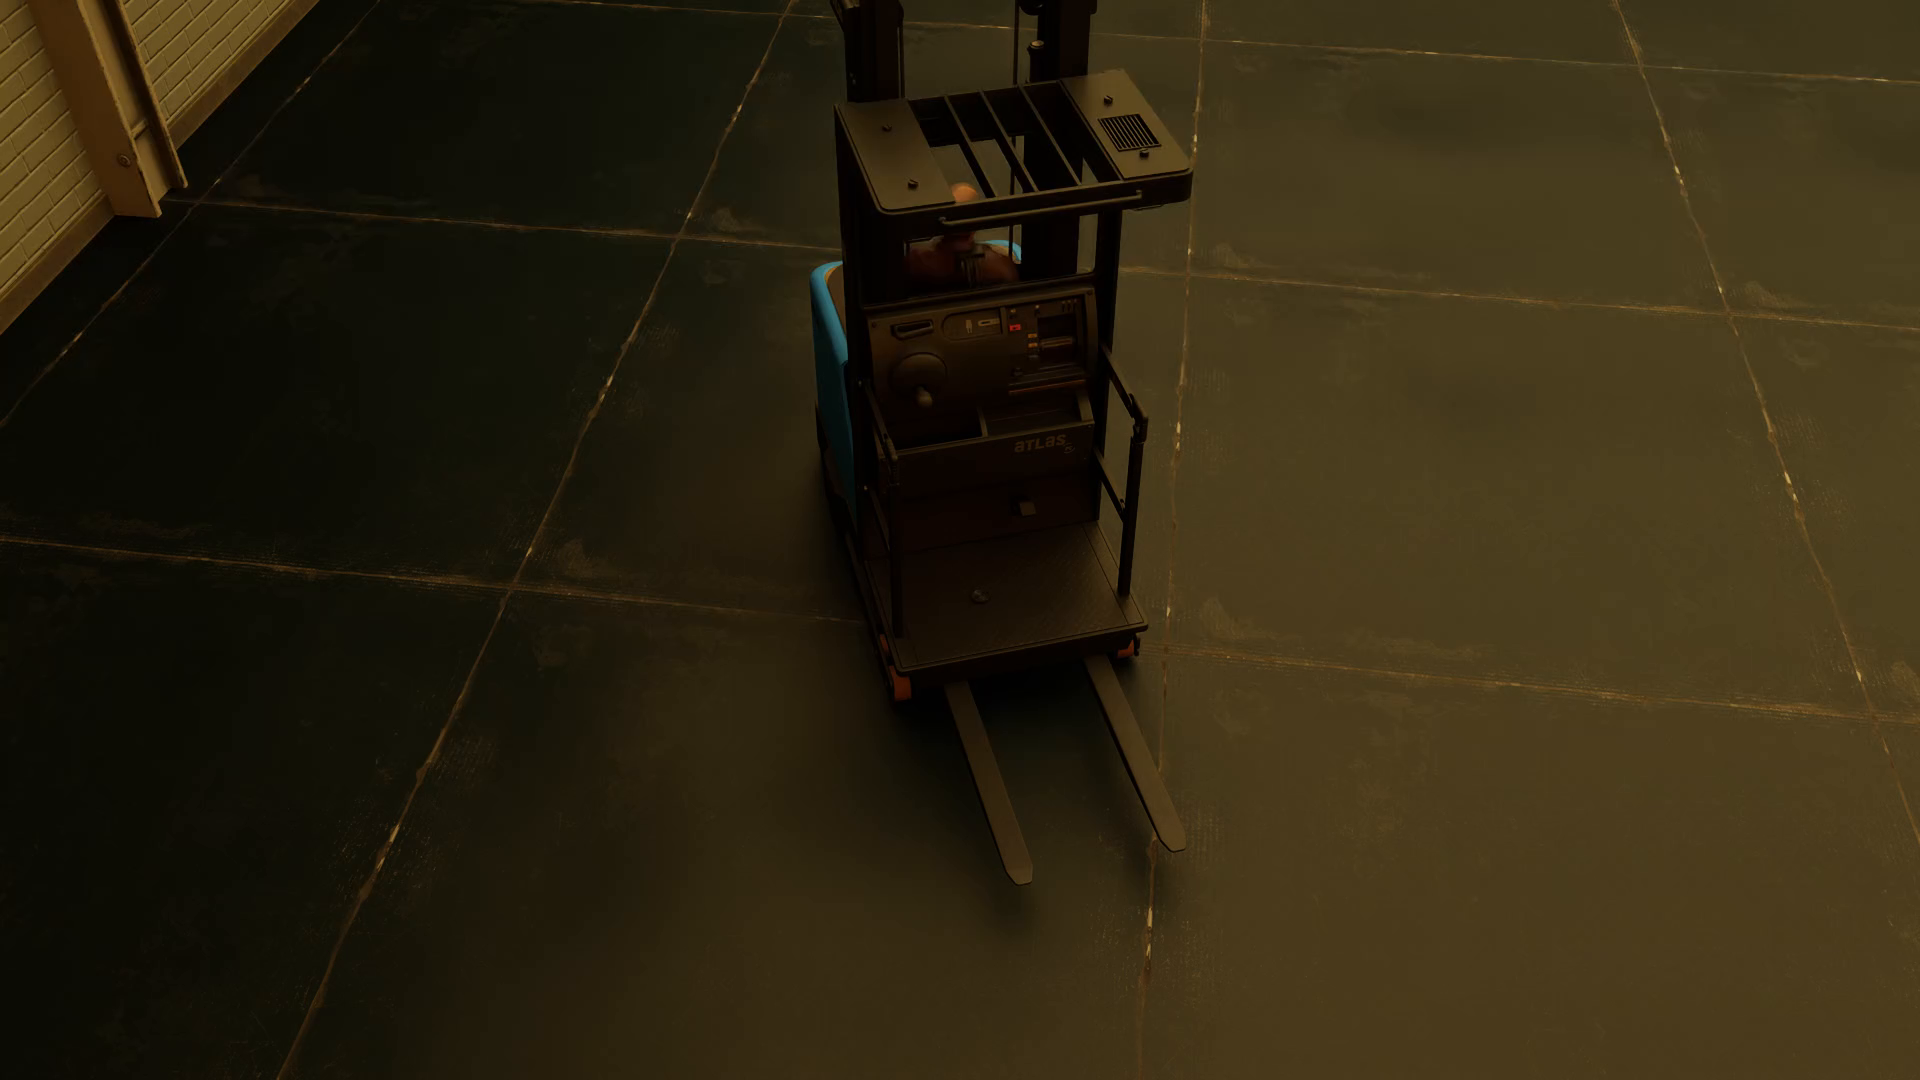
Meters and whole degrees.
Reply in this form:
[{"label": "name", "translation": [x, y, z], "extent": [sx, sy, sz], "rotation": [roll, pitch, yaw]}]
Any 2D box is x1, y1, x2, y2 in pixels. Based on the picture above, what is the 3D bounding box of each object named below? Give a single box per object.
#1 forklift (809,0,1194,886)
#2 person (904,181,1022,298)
[{"label": "forklift", "translation": [0.153, -0.681, 6.465], "extent": [1.130, 2.935, 3.031], "rotation": [-10, 44, -11]}, {"label": "person", "translation": [0.009, -0.791, 7.145], "extent": [0.562, 1.710, 0.331], "rotation": [5, 43, 6]}]
